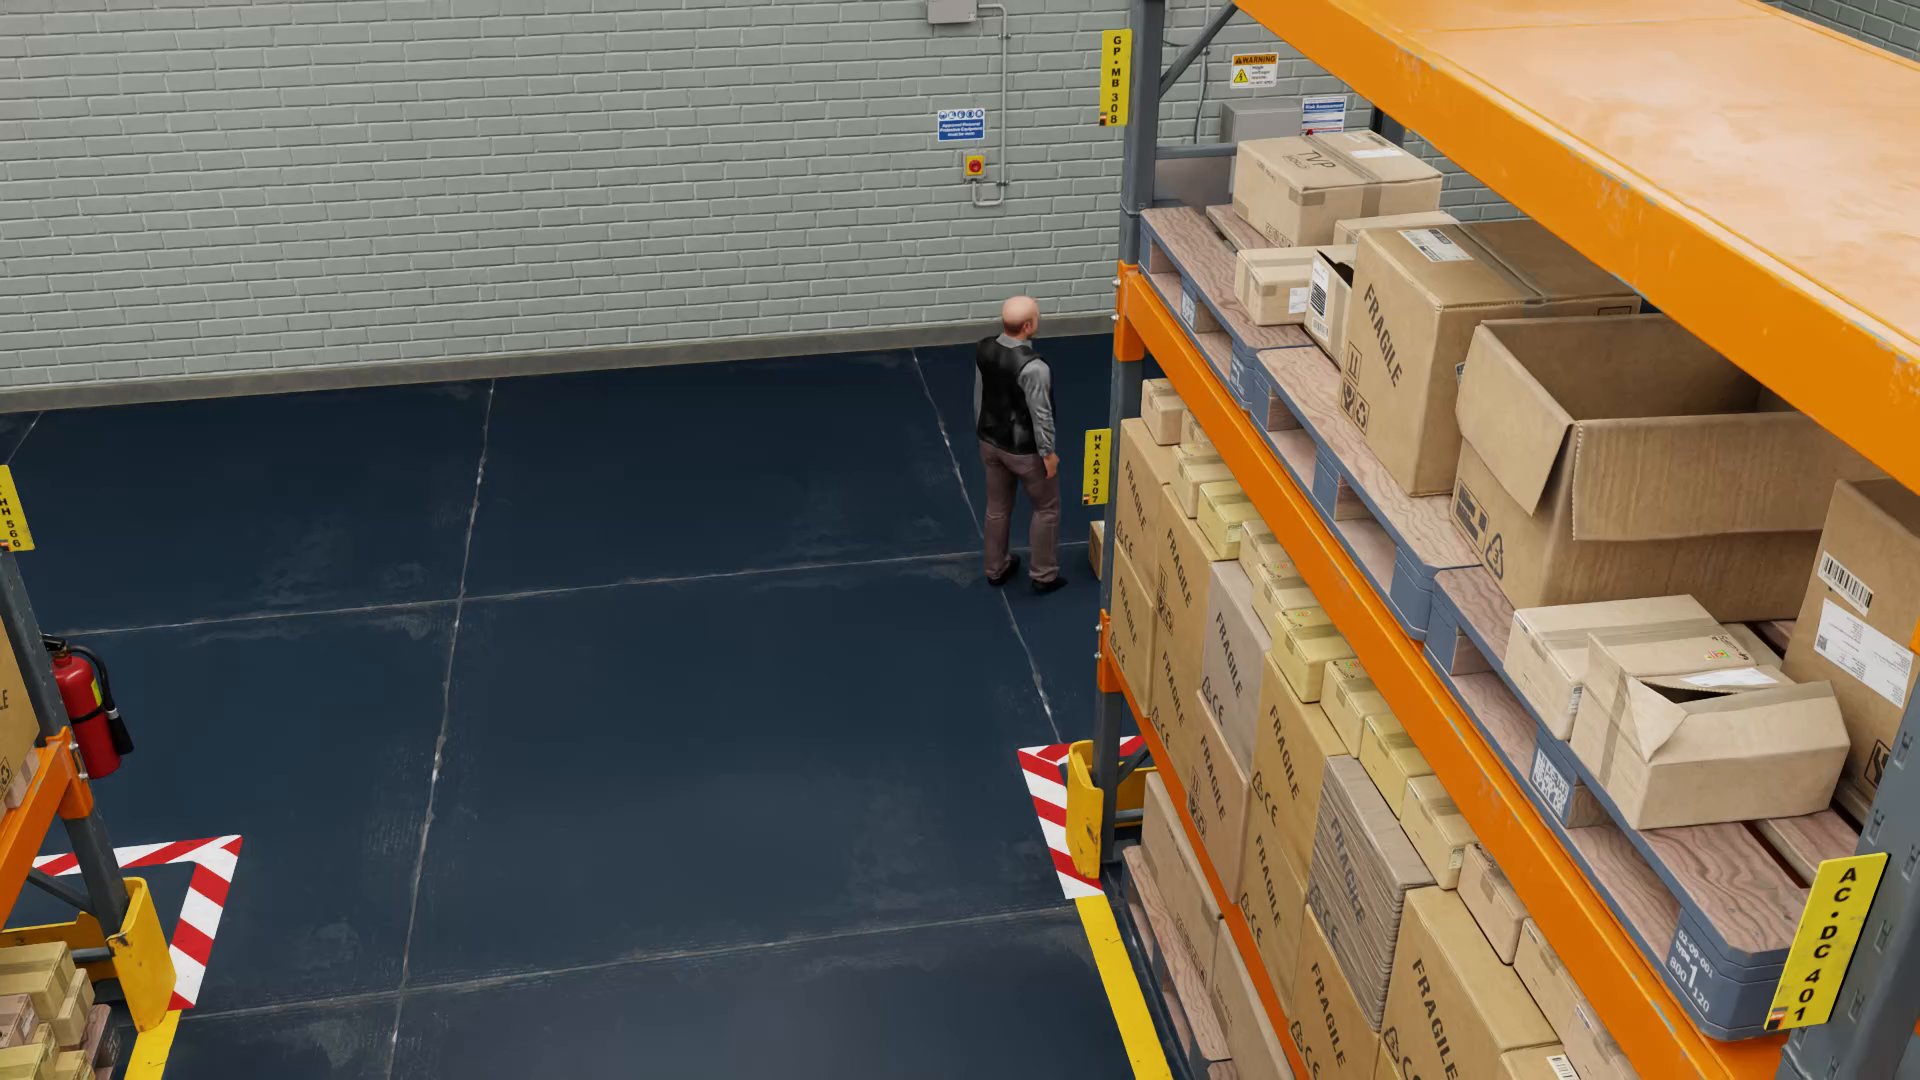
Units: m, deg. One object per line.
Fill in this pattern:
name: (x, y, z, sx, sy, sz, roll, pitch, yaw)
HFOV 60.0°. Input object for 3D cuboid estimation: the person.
person: (0.328, -0.507, 9.066, 0.572, 1.784, 0.435, 26, 39, 37)
